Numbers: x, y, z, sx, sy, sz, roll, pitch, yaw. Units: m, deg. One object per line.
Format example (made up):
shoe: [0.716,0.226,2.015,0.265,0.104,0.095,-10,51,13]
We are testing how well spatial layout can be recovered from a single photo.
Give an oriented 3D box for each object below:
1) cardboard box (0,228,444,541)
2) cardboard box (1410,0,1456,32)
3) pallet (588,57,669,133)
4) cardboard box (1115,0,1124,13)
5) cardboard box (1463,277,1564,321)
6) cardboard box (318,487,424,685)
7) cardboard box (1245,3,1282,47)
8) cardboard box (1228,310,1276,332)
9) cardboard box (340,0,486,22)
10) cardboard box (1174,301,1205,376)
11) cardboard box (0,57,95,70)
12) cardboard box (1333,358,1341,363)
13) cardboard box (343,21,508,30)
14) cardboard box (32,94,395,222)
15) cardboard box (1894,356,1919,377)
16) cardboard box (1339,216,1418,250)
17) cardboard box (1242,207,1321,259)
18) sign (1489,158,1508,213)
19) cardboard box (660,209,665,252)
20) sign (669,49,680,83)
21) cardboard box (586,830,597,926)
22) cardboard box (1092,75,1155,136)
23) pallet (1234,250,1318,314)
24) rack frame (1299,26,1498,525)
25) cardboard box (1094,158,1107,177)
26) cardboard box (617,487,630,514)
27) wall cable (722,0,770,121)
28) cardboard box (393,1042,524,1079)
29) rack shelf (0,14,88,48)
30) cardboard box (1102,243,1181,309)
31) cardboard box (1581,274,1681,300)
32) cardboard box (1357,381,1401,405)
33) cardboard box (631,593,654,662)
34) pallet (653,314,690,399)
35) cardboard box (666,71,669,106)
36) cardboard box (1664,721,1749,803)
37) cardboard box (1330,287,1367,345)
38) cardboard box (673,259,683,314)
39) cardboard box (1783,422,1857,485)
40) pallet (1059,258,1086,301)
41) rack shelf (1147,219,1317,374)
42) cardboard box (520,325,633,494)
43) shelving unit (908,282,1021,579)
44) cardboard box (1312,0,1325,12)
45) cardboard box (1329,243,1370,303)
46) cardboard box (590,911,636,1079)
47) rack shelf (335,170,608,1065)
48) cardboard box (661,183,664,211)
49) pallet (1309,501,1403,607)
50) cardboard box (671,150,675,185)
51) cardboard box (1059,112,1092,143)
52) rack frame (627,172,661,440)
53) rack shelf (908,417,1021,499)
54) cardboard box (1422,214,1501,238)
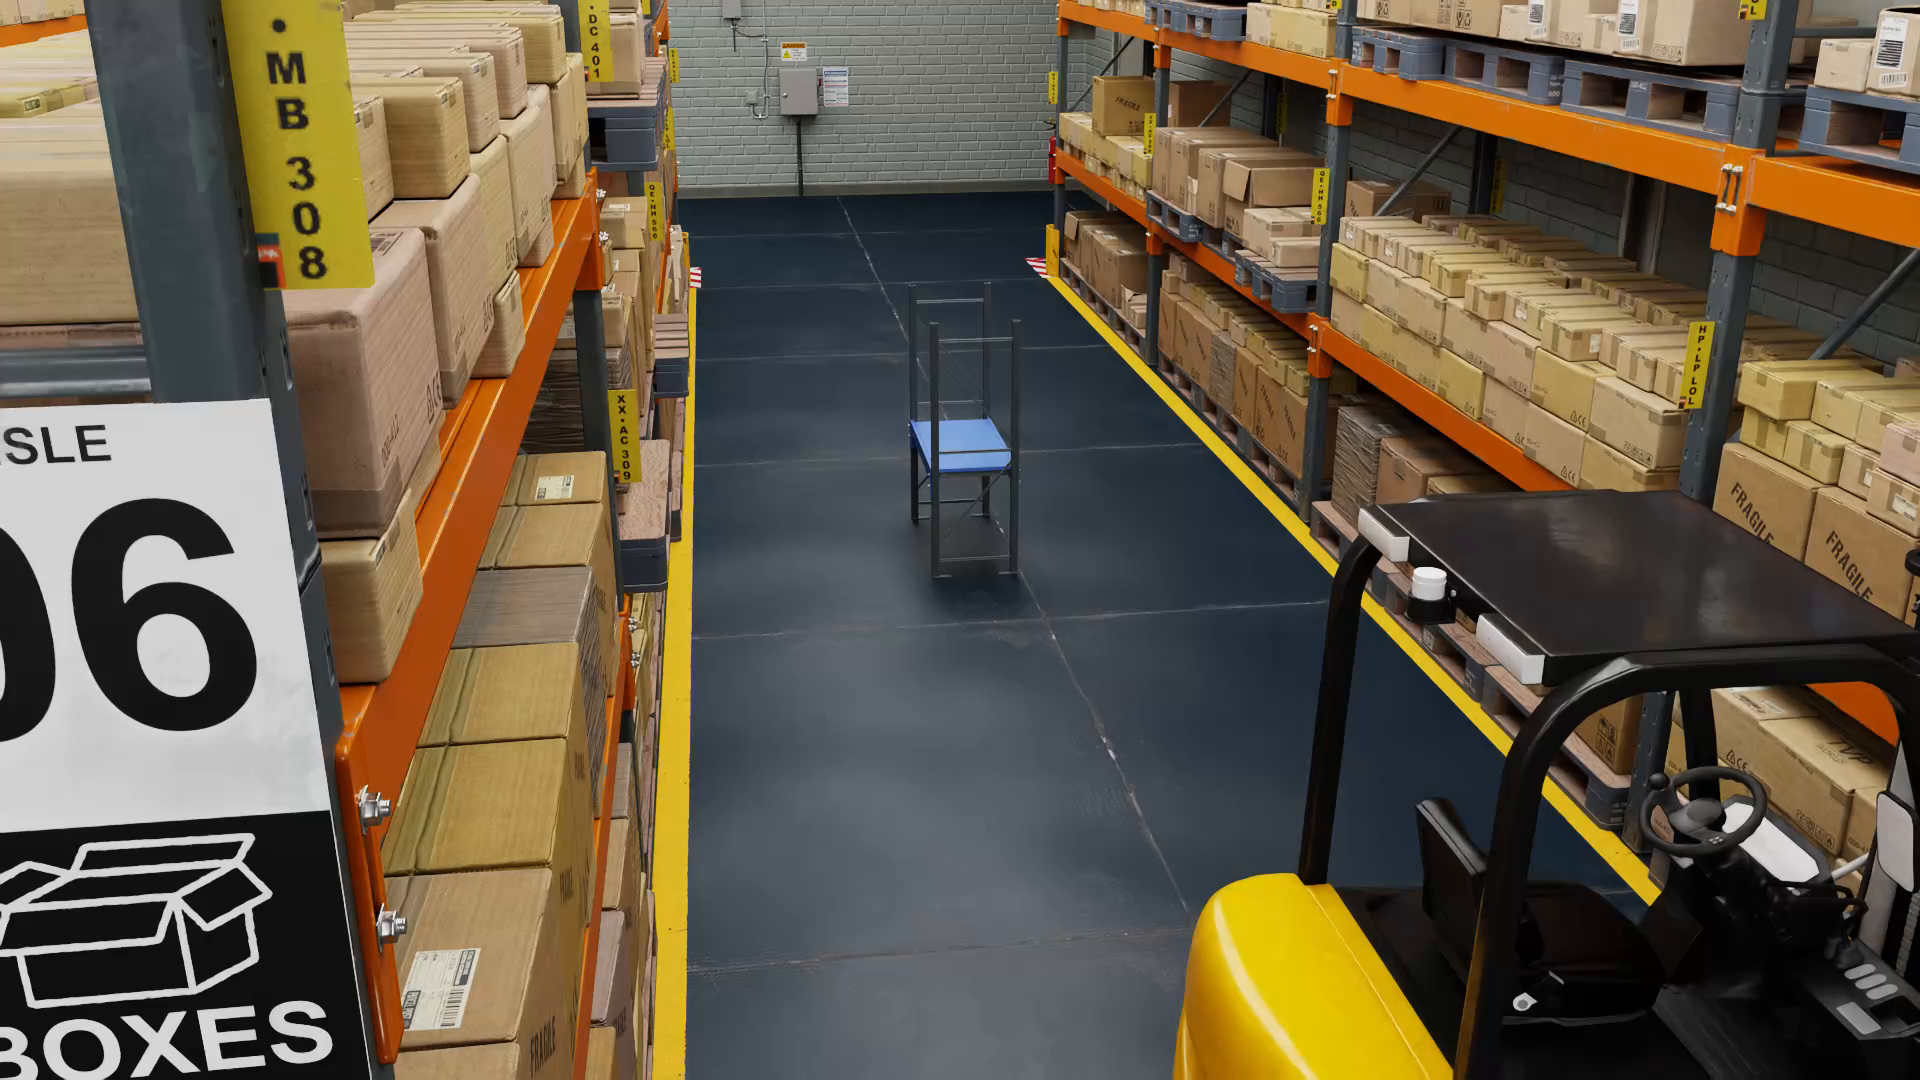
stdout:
cardboard box: [-0.904,-0.190,1.941,0.500,0.250,0.500,-3,21,-9]
cardboard box: [2.697,-2.813,8.287,0.700,0.500,0.500,-3,21,-9]
pallet: [-1.808,-1.809,6.753,1.213,0.211,1.003,-3,21,-8]
cardboard box: [1.597,-4.777,14.790,0.380,0.149,0.250,-3,21,-7]
cardboard box: [2.642,-1.152,7.942,0.380,0.149,0.250,-3,21,-9]
cardboard box: [-0.822,0.053,1.860,0.380,0.149,0.250,-3,21,-8]
cardboard box: [2.203,-3.398,10.953,0.500,0.250,0.500,-3,21,-8]
cardboard box: [2.192,-1.586,12.221,0.380,0.149,0.250,-3,21,-8]
cardboard box: [-1.882,-1.873,5.558,0.500,0.250,0.500,-2,21,-7]
cardboard box: [2.019,-1.598,13.180,0.500,0.500,0.500,-3,21,-8]
cardboard box: [-1.516,-0.738,2.837,0.380,0.149,0.250,-4,21,-9]
cardboard box: [2.769,-1.251,11.324,0.380,0.149,0.250,-3,21,-7]
cardboard box: [-1.245,-1.116,3.849,0.380,0.149,0.250,-3,21,-9]
cardboard box: [-0.972,-0.499,2.197,0.380,0.149,0.250,-3,21,-8]
cardboard box: [3.584,-0.560,5.933,0.380,0.149,0.250,-3,21,-8]
cardboard box: [2.417,-1.775,9.613,0.380,0.149,0.250,-2,21,-6]
cardboard box: [2.190,-2.025,10.966,0.500,0.250,0.500,-4,21,-10]
sign: [3.211,-2.121,9.954,0.100,0.325,0.005,-3,21,-8]
cardboard box: [-2.439,-2.294,12.285,0.500,0.250,0.500,-3,21,-9]
sign: [-2.863,-4.744,16.638,0.100,0.325,0.005,-3,21,-8]
cardboard box: [-1.094,0.829,4.068,0.380,0.149,0.250,-3,21,-7]
cardboard box: [1.525,-4.050,15.491,0.500,0.500,0.500,-2,21,-6]
pallet: [2.495,-1.691,10.731,1.213,0.211,1.003,-3,21,-8]
rack frame: [2.663,-1.550,10.079,1.000,3.000,0.127,-3,21,-8]
cardboard box: [1.480,-3.536,15.755,0.380,0.149,0.250,-2,21,-7]
cardboard box: [-1.439,-0.200,6.223,0.380,0.149,0.250,-3,21,-7]
wall cable: [-2.836,-6.571,22.070,0.588,1.984,0.122,-3,21,-8]
cardboard box: [-0.889,1.107,2.396,0.500,0.500,0.500,-3,21,-9]
rack shelf: [-7.997,-4.159,13.806,1.077,0.370,4.000,-3,21,-8]
cardboard box: [1.738,-2.472,15.519,0.700,0.500,0.500,-4,21,-10]
cardboard box: [3.227,-1.178,8.014,0.380,0.149,0.250,-3,21,-7]
cardboard box: [2.879,-0.736,10.871,0.500,0.500,0.500,-2,21,-6]
cardboard box: [-1.959,0.450,7.880,0.950,0.372,0.625,-2,21,-6]
pallet: [-2.041,-0.967,8.792,1.213,0.211,1.003,-3,21,-8]
cardboard box: [-2.854,-3.903,14.808,0.500,0.500,0.500,-3,21,-8]
cardboard box: [3.003,0.875,6.201,0.500,0.250,0.500,-3,21,-8]
cardboard box: [2.485,-1.314,9.661,0.500,0.250,0.500,-3,21,-8]
cardboard box: [-2.939,-2.212,14.914,0.875,0.438,0.875,-4,21,-9]
cardboard box: [3.064,-0.303,5.669,0.380,0.149,0.250,-2,21,-6]
pallet: [1.636,-2.711,17.174,1.003,0.211,1.213,-3,21,-8]
rack shelf: [2.374,-1.905,12.059,1.077,0.370,4.000,-3,21,-8]
cardboard box: [-1.456,-0.473,6.027,0.500,0.500,0.500,-2,21,-6]
shelving unit: [0.012,-0.673,9.875,0.538,1.500,1.048,-3,21,-8]
cardboard box: [2.355,-3.273,10.050,0.380,0.149,0.250,-3,21,-9]
cardboard box: [2.460,-1.547,9.570,0.500,0.250,0.500,-3,21,-8]
cardboard box: [-1.172,1.371,4.517,0.500,0.500,0.500,-2,21,-5]
rack shelf: [-1.384,-0.289,3.444,1.077,0.370,4.000,-3,21,-8]
cardboard box: [-2.361,-2.355,11.734,0.500,0.250,0.500,-2,21,-6]
pallet: [2.743,0.043,9.798,1.003,0.211,1.213,-3,21,-8]
cardboard box: [-2.842,-3.431,14.973,0.500,0.500,0.500,-2,21,-6]
cardboard box: [1.308,-4.218,17.012,0.500,0.250,0.500,-3,21,-7]
rack frame: [-2.249,-1.298,9.405,1.000,3.000,0.127,-3,21,-8]
rack shelf: [0.012,-0.505,9.938,0.538,0.185,1.000,-3,21,-8]
cardboard box: [2.910,-1.798,9.674,0.380,0.149,0.250,-2,21,-6]
